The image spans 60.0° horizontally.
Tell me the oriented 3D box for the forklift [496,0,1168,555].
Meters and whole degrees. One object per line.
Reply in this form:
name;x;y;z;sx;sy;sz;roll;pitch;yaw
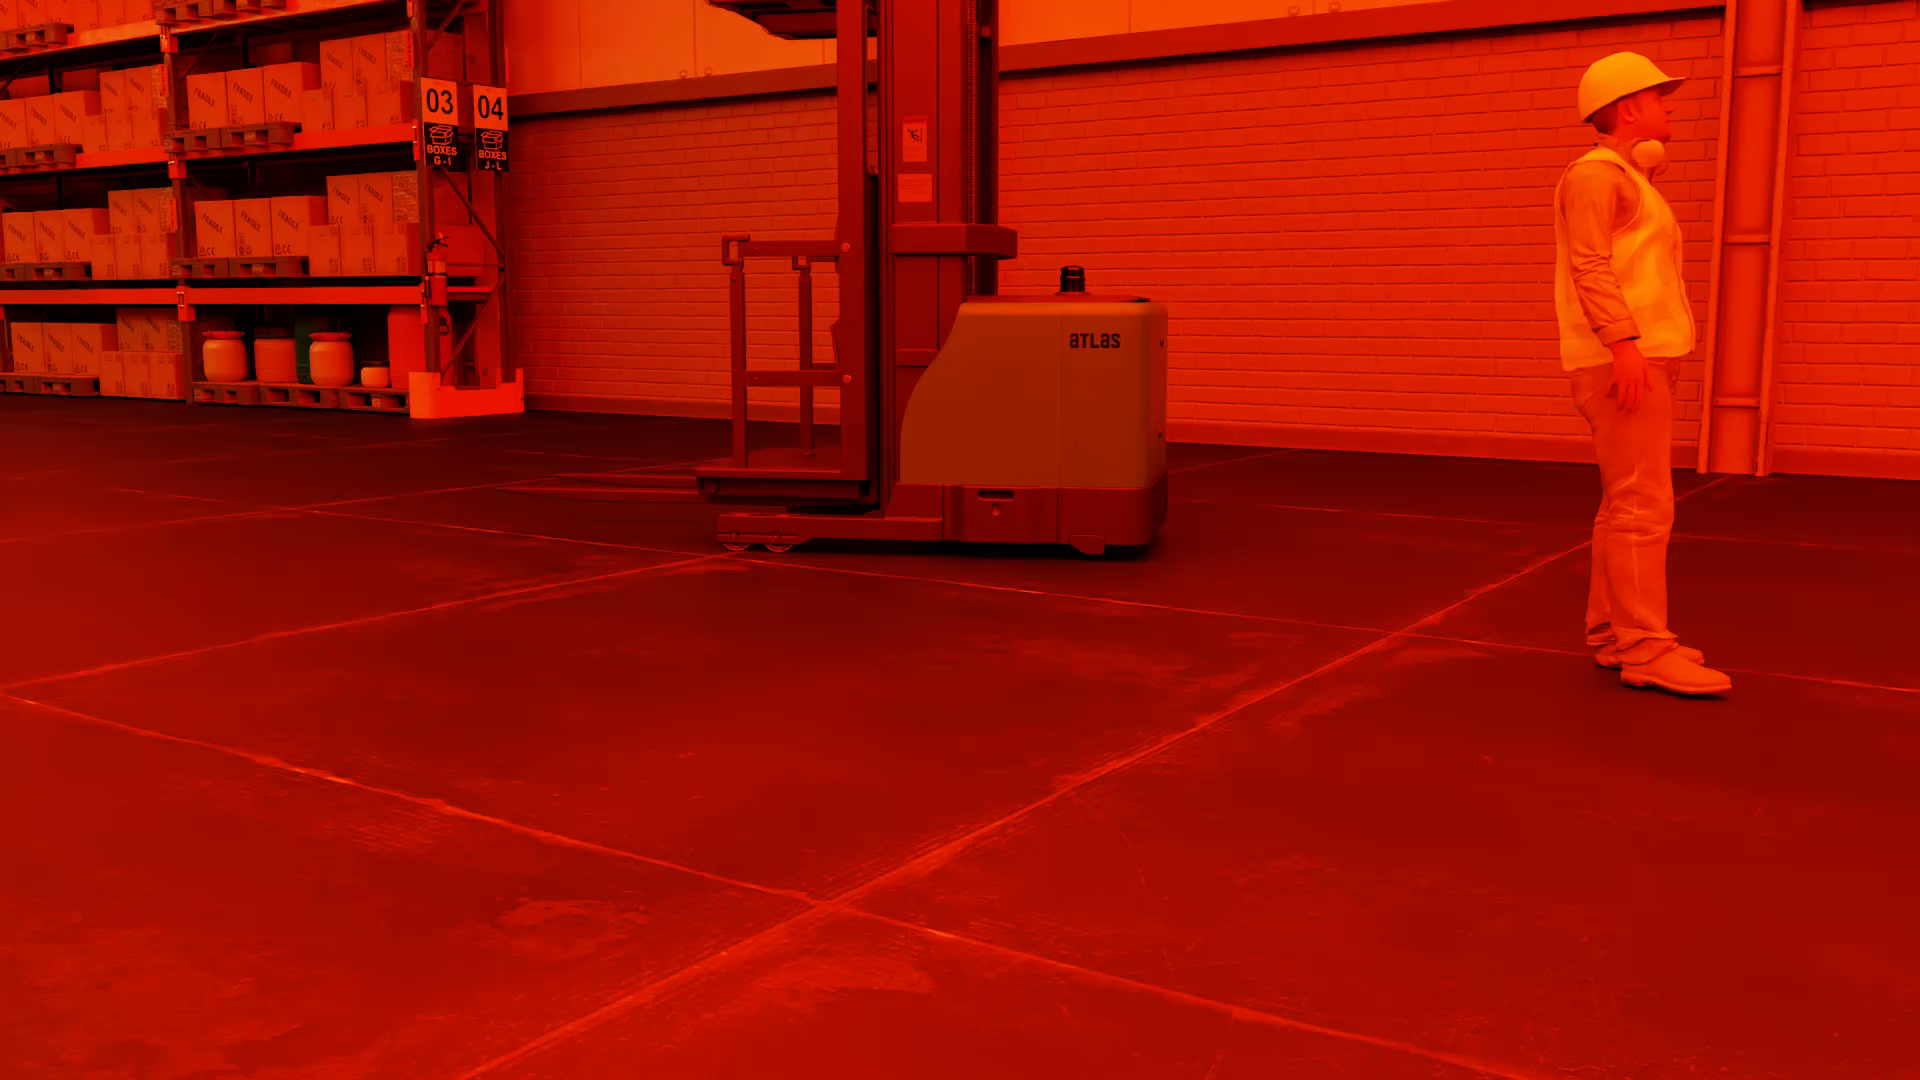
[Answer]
forklift;-0.596;-1.469;7.520;3.031;2.935;1.130;2;8;12

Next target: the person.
person;1.994;-0.501;4.774;0.566;1.775;0.634;5;9;31
